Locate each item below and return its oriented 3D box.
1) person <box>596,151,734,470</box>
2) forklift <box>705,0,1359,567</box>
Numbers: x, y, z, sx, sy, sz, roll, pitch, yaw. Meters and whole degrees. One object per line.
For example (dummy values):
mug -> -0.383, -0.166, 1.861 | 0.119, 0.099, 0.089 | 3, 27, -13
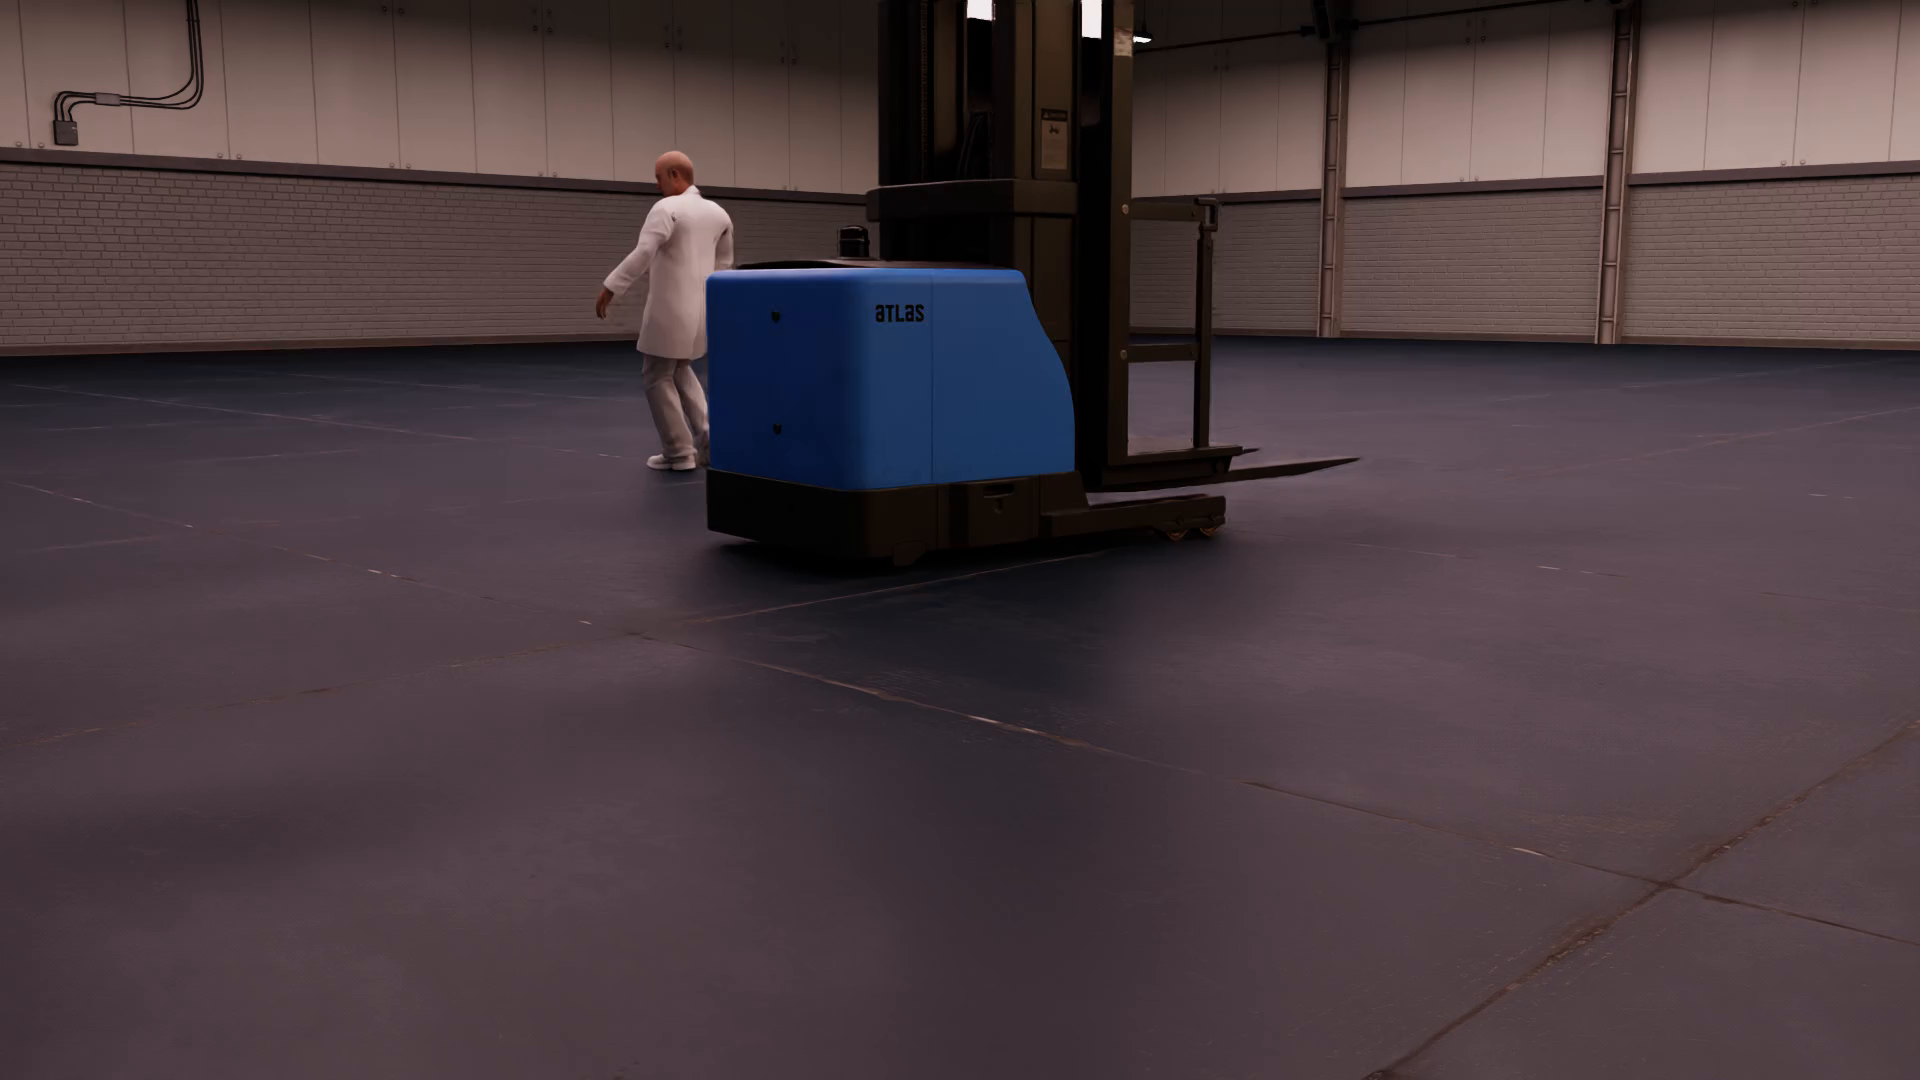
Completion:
person -> -1.613, -1.248, 9.240 | 0.493, 1.779, 0.872 | 7, 11, 39
forklift -> 0.473, -1.507, 6.881 | 3.031, 2.935, 1.130 | -7, 11, -38
